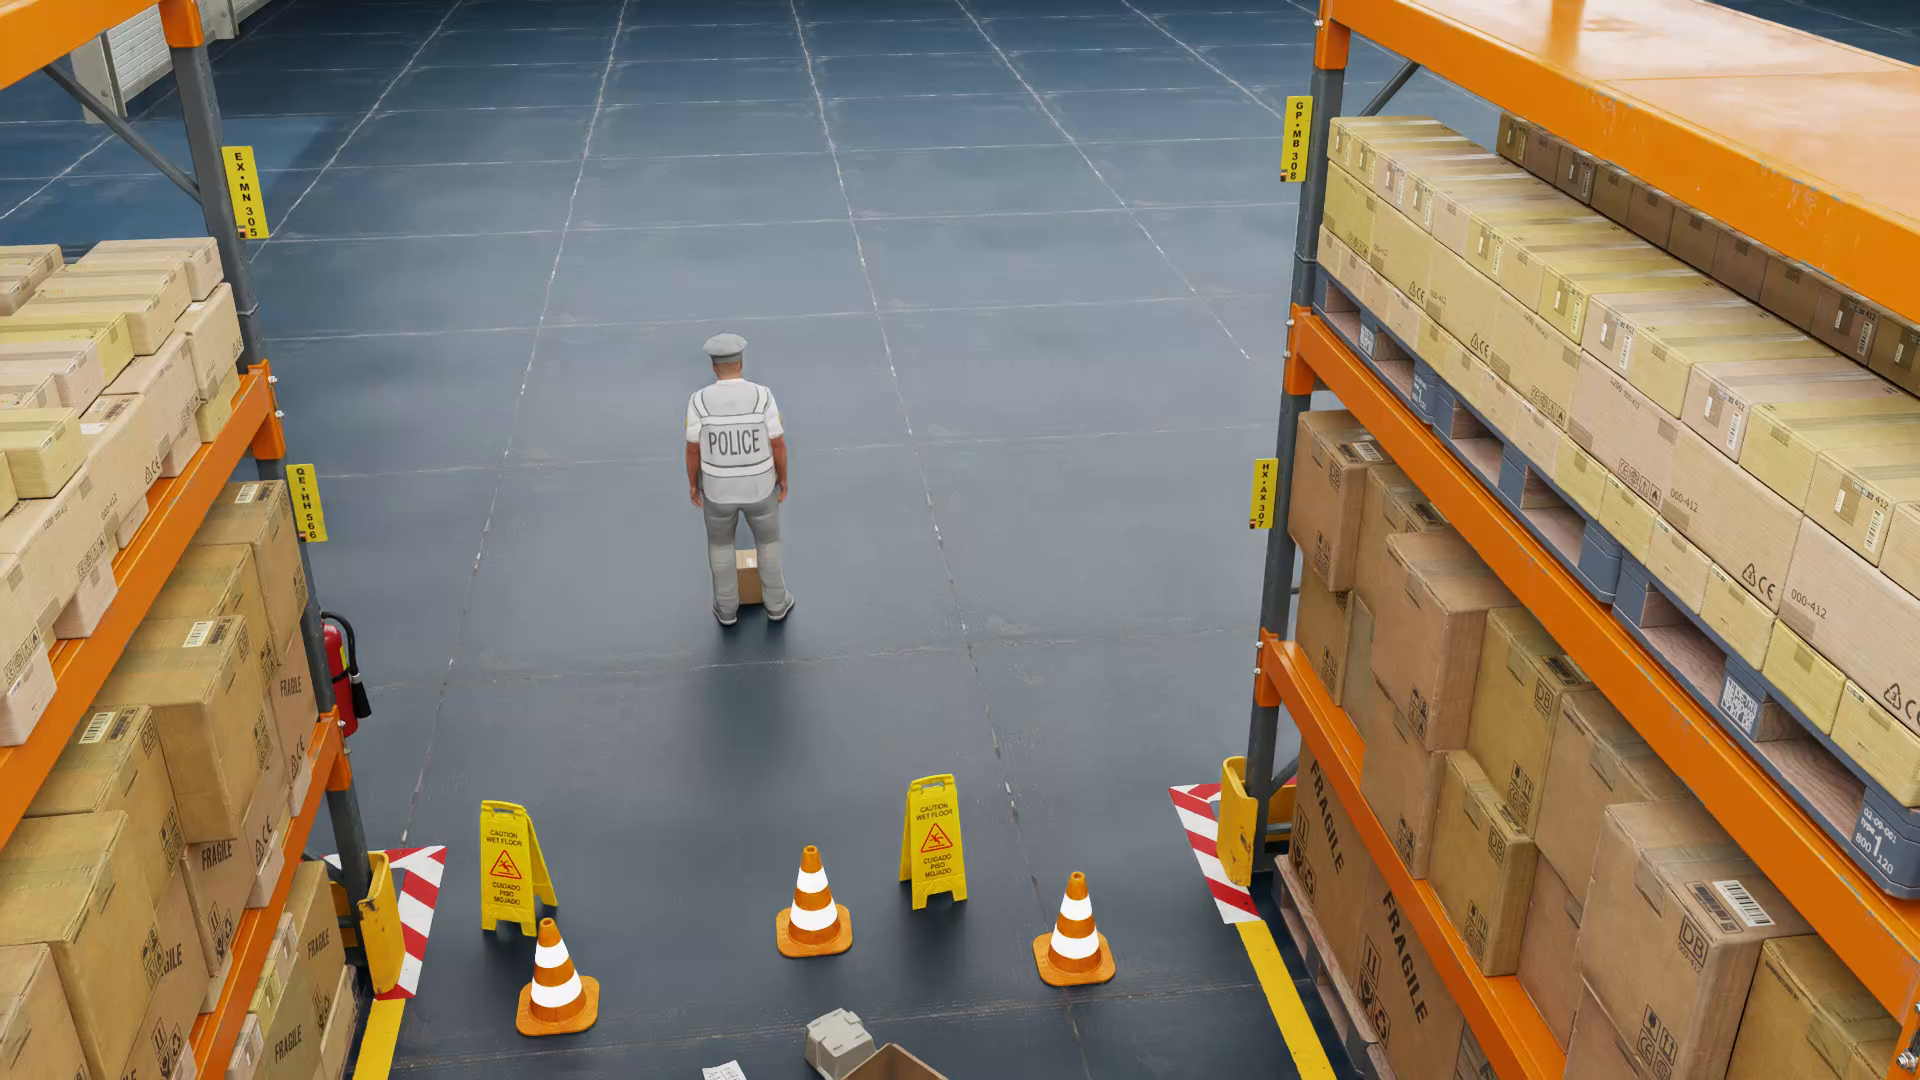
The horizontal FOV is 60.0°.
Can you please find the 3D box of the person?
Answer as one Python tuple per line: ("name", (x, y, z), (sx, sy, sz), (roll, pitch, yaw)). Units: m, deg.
("person", (-1.295, -0.319, 9.718), (0.585, 1.749, 0.434), (-4, 27, -7))
